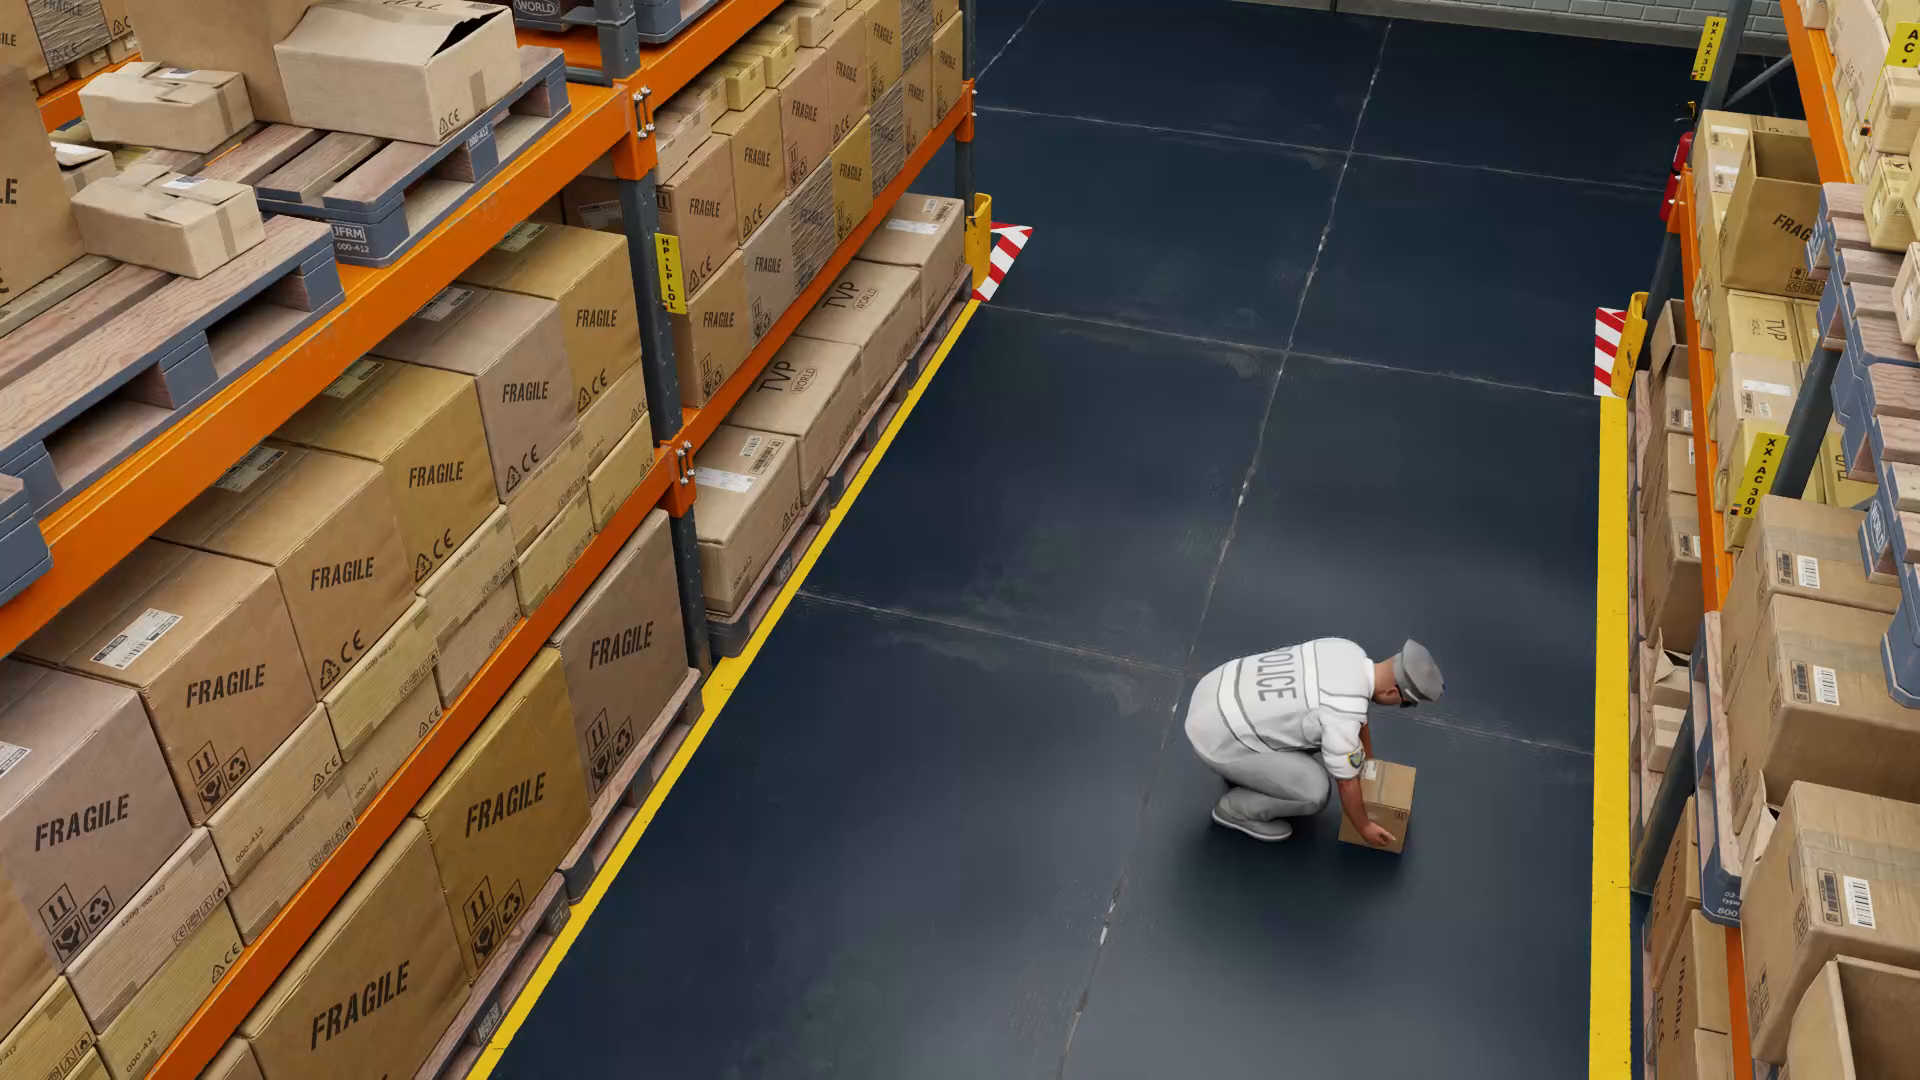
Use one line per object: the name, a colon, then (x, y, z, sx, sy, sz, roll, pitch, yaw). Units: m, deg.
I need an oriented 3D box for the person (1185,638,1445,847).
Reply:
person: (1.383, 0.751, 6.600, 0.955, 0.902, 0.558, 11, 38, 14)
